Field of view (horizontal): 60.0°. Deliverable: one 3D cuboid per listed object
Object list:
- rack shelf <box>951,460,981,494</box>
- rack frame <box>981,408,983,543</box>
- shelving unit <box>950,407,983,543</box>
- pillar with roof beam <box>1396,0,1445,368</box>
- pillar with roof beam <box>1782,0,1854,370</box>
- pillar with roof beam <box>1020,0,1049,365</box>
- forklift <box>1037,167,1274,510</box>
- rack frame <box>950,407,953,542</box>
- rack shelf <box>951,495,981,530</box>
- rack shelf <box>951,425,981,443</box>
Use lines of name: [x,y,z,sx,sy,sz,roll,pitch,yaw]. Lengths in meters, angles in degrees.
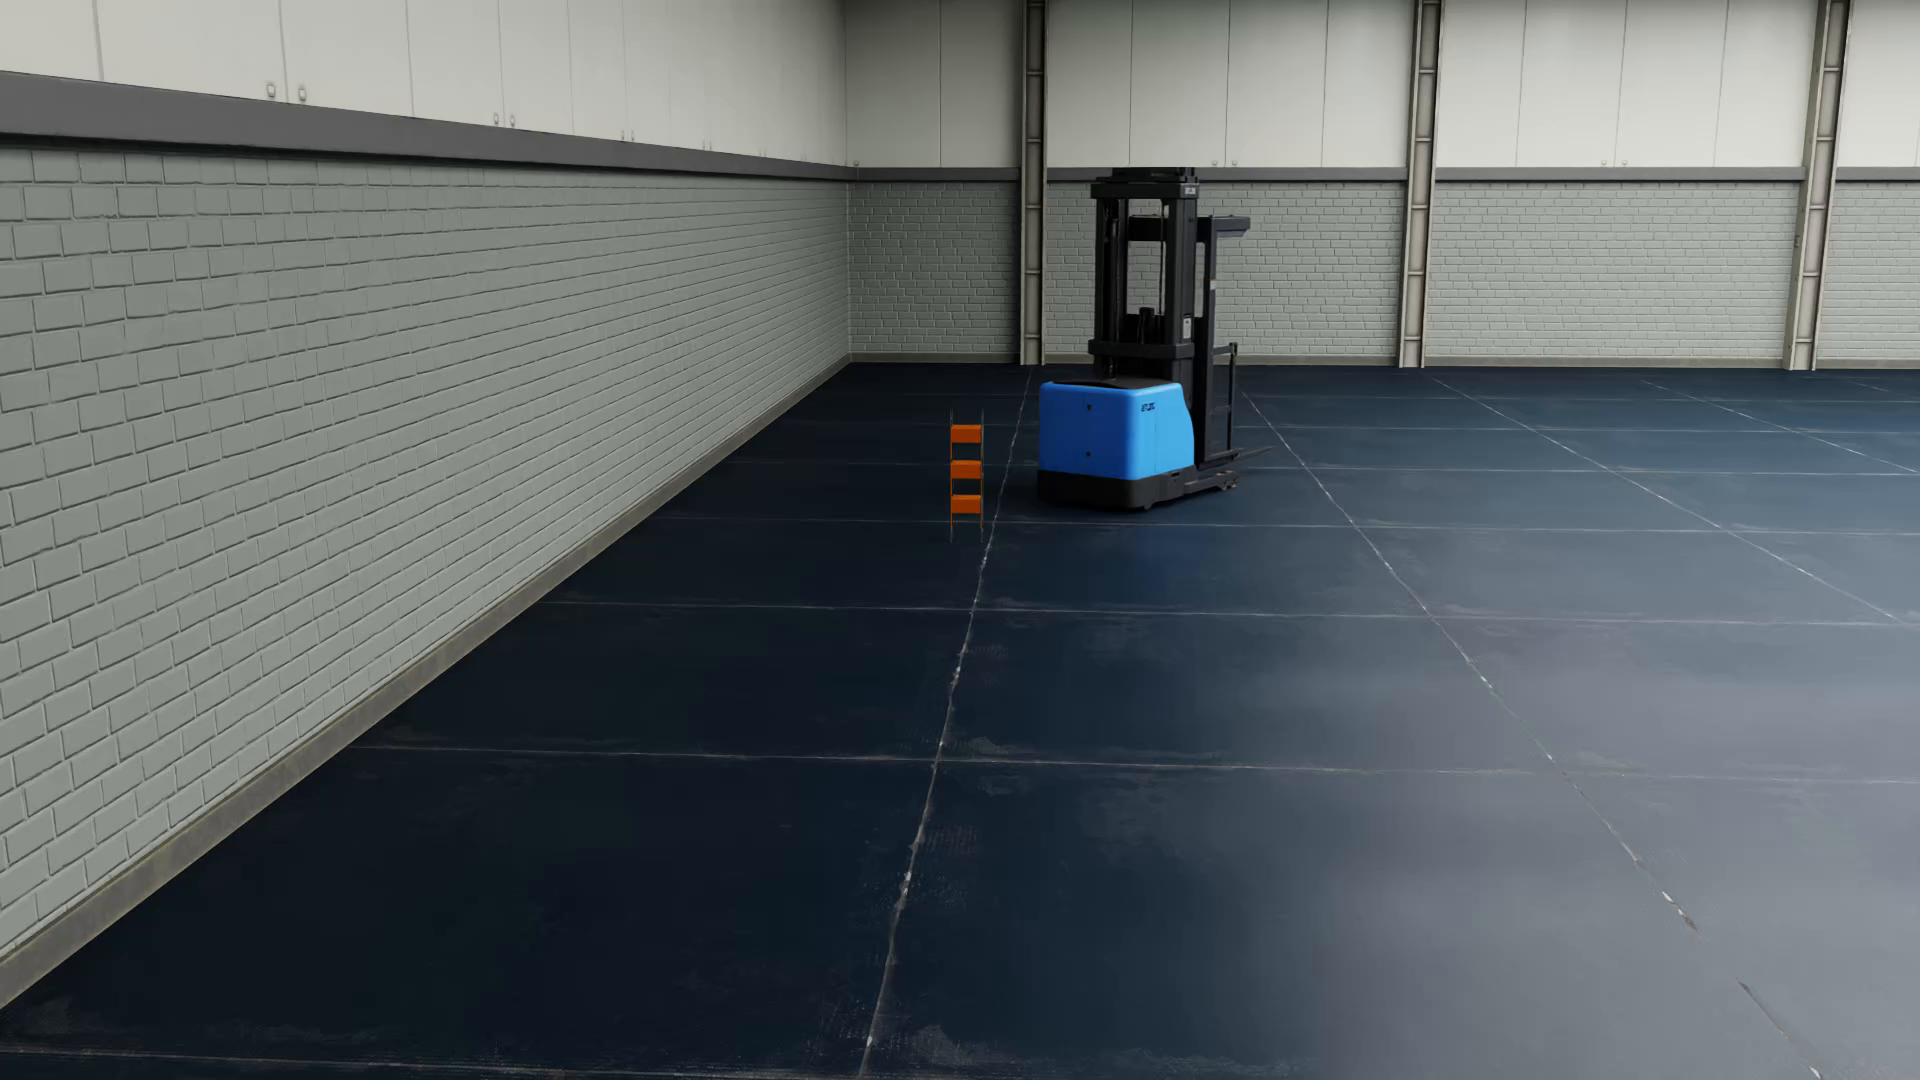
rack shelf: [0.053,-0.503,13.159,0.240,0.259,0.215,1,12,4]
rack frame: [0.175,-0.511,13.149,0.008,1.050,0.200,1,12,4]
shelving unit: [0.053,-0.513,13.157,0.252,1.050,0.215,1,12,4]
pillar with roof beam: [6.870,-6.286,21.341,0.400,9.000,9.100,1,12,4]
pillar with roof beam: [12.857,-6.204,20.949,0.400,9.000,9.100,1,12,4]
pillar with roof beam: [0.883,-6.368,21.734,0.400,9.000,9.100,1,12,4]
forklift: [1.970,-1.944,15.402,1.130,2.935,3.031,9,15,36]
rack frame: [-0.068,-0.515,13.165,0.008,1.050,0.200,1,12,4]
rack shelf: [0.053,-0.231,13.216,0.240,0.259,0.215,1,12,4]
rack shelf: [0.053,-0.781,13.101,0.240,0.259,0.215,1,12,4]
